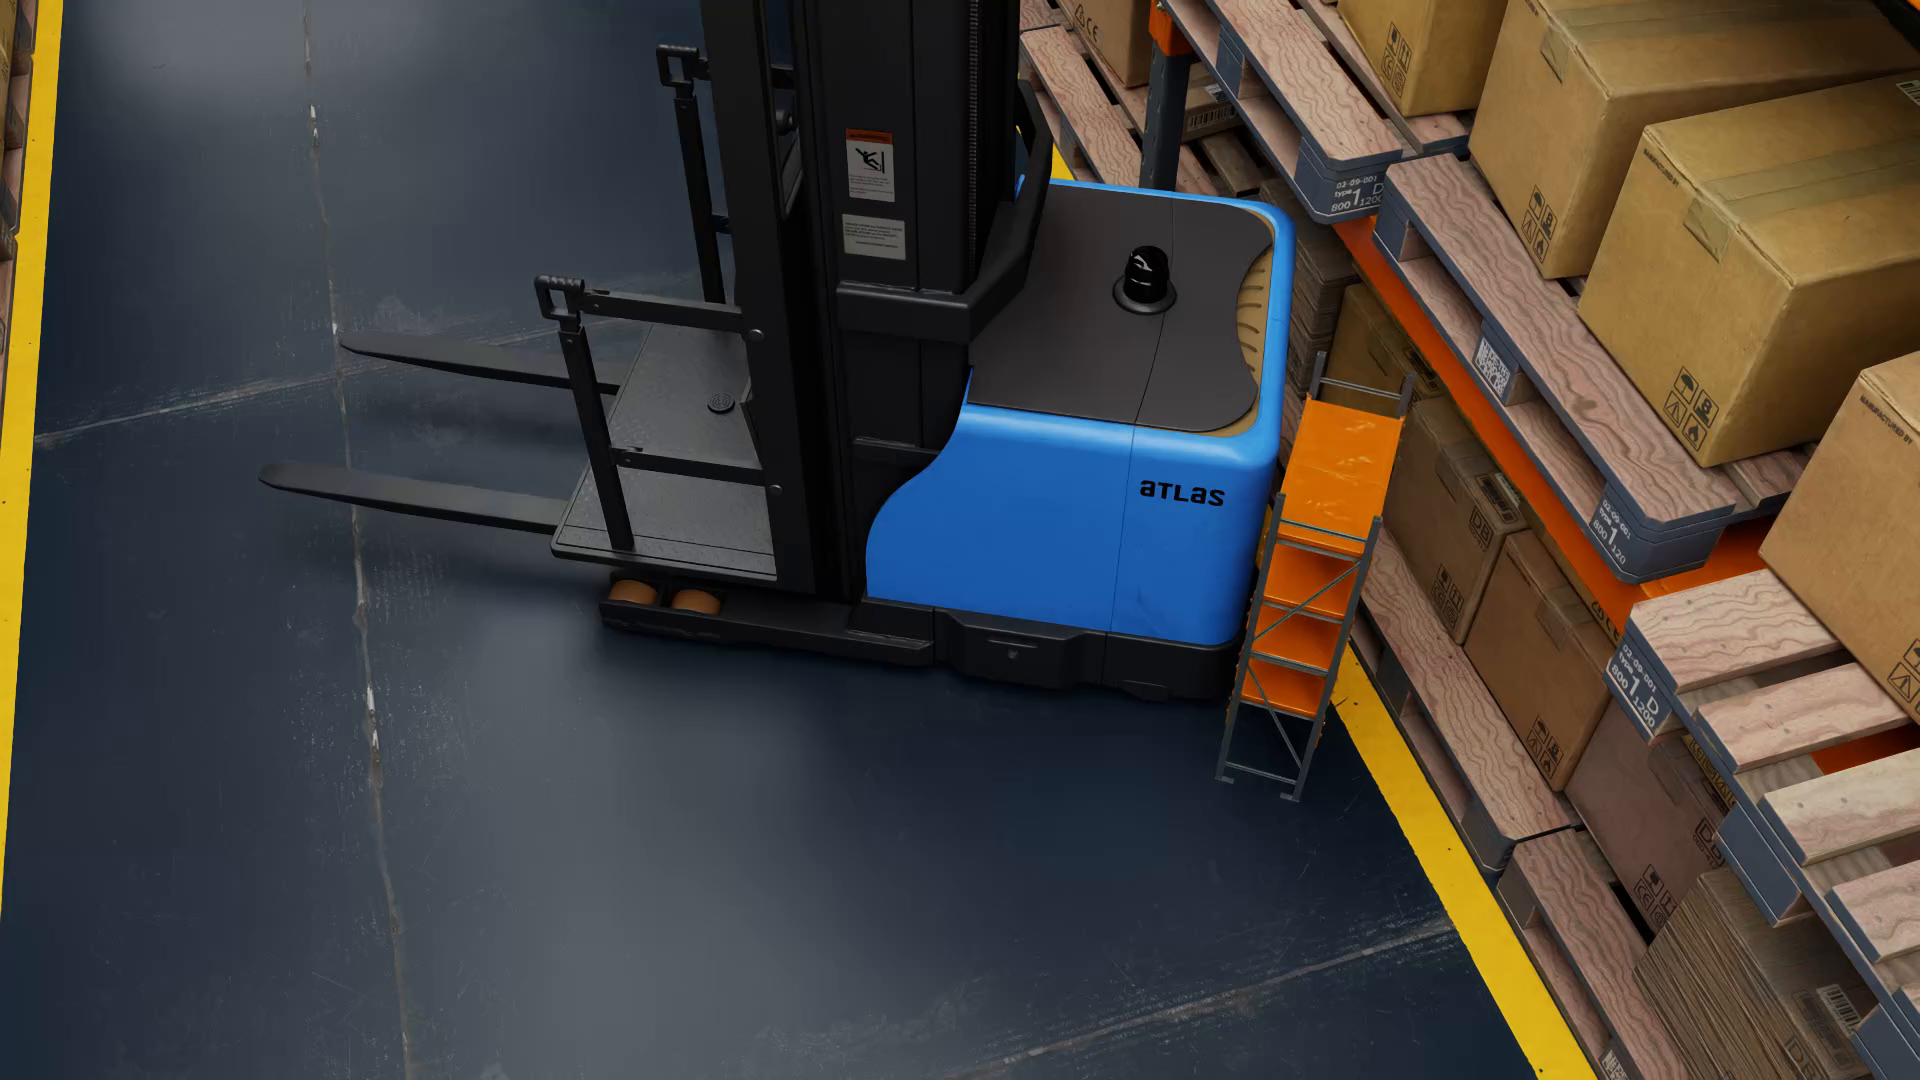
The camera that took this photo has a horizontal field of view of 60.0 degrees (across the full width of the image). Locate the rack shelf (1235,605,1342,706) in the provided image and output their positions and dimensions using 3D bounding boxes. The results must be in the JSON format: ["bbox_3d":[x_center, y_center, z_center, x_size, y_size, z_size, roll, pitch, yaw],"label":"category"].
[{"bbox_3d":[0.910,0.178,4.403,0.258,0.148,0.480,15,51,12],"label":"rack shelf"}]

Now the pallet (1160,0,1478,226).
[{"bbox_3d":[1.210,-1.412,4.604,1.003,0.211,1.213,-13,51,-11],"label":"pallet"}]

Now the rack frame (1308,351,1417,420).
[{"bbox_3d":[0.989,-0.042,4.500,0.240,1.200,0.015,15,51,12],"label":"rack frame"}]

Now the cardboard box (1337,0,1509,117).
[{"bbox_3d":[1.399,-1.450,4.157,0.700,0.500,0.500,-9,50,-7],"label":"cardboard box"}]

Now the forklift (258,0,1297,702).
[{"bbox_3d":[-0.615,-1.031,4.202,3.031,2.935,1.130,8,50,7],"label":"forklift"}]

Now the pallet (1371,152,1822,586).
[{"bbox_3d":[1.681,-0.518,3.850,1.003,0.211,1.213,-13,51,-11],"label":"pallet"}]

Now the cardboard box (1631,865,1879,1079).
[{"bbox_3d":[2.043,1.006,3.787,0.700,0.500,0.500,-13,51,-10],"label":"cardboard box"}]

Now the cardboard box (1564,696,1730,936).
[{"bbox_3d":[2.001,0.604,4.126,0.700,0.500,0.500,-13,51,-11],"label":"cardboard box"}]

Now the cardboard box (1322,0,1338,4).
[{"bbox_3d":[1.240,-1.860,4.503,0.700,0.500,0.500,-13,51,-11],"label":"cardboard box"}]

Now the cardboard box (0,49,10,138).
[{"bbox_3d":[-3.895,-1.695,6.241,0.500,0.250,0.500,-13,51,-11],"label":"cardboard box"}]

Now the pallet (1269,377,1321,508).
[{"bbox_3d":[1.354,-0.598,5.616,1.003,0.211,1.213,-13,51,-11],"label":"pallet"}]

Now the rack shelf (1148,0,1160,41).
[{"bbox_3d":[0.531,-3.294,6.535,1.077,0.370,4.000,-13,51,-11],"label":"rack shelf"}]

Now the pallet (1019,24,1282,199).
[{"bbox_3d":[0.890,-1.649,6.502,1.003,0.211,1.213,-13,51,-11],"label":"pallet"}]

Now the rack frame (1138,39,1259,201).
[{"bbox_3d":[1.123,-2.065,5.029,1.000,3.000,0.127,-13,51,-11],"label":"rack frame"}]

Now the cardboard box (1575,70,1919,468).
[{"bbox_3d":[1.767,-0.564,3.410,0.700,0.500,0.500,-13,51,-11],"label":"cardboard box"}]

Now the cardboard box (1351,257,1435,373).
[{"bbox_3d":[1.490,-0.788,4.809,0.500,0.250,0.500,-14,51,-12],"label":"cardboard box"}]

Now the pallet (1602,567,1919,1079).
[{"bbox_3d":[1.993,0.422,3.058,1.213,0.211,1.003,-13,51,-11],"label":"pallet"}]

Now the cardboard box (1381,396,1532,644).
[{"bbox_3d":[1.669,-0.119,4.736,0.700,0.500,0.500,-13,51,-11],"label":"cardboard box"}]

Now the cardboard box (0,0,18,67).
[{"bbox_3d":[-4.042,-2.061,6.549,0.500,0.250,0.500,-13,51,-11],"label":"cardboard box"}]

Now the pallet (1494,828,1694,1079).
[{"bbox_3d":[2.076,1.184,4.114,1.003,0.211,1.213,-13,51,-11],"label":"pallet"}]

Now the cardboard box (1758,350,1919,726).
[{"bbox_3d":[1.966,-0.061,2.986,0.700,0.500,0.500,-18,52,-14],"label":"cardboard box"}]

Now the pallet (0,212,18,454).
[{"bbox_3d":[-3.804,-0.634,5.646,1.003,0.211,1.213,-13,51,-11],"label":"pallet"}]

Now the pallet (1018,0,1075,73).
[{"bbox_3d":[0.526,-2.541,7.254,1.003,0.211,1.213,-13,51,-11],"label":"pallet"}]

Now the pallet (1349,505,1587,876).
[{"bbox_3d":[1.719,0.295,4.863,1.003,0.211,1.213,-13,51,-11],"label":"pallet"}]

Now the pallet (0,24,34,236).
[{"bbox_3d":[-4.168,-1.526,6.399,1.003,0.211,1.213,-13,51,-11],"label":"pallet"}]

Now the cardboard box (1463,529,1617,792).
[{"bbox_3d":[1.827,0.247,4.427,0.700,0.500,0.500,-14,51,-11],"label":"cardboard box"}]

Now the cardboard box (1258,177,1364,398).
[{"bbox_3d":[1.356,-0.867,5.366,0.700,0.500,0.500,-12,51,-10],"label":"cardboard box"}]

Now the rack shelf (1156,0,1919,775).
[{"bbox_3d":[1.714,-0.372,4.073,1.077,0.370,4.000,-13,51,-11],"label":"rack shelf"}]

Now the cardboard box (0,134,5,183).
[{"bbox_3d":[-3.742,-1.331,5.934,0.500,0.250,0.500,-13,51,-11],"label":"cardboard box"}]

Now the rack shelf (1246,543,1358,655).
[{"bbox_3d":[0.910,0.034,4.232,0.258,0.148,0.480,15,51,12],"label":"rack shelf"}]

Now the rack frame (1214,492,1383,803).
[{"bbox_3d":[0.832,0.311,4.203,0.240,1.200,0.015,15,51,12],"label":"rack frame"}]

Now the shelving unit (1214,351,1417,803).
[{"bbox_3d":[0.910,0.135,4.352,0.258,1.200,0.503,15,51,12],"label":"shelving unit"}]

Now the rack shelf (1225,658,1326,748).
[{"bbox_3d":[0.910,0.306,4.555,0.258,0.148,0.480,15,51,12],"label":"rack shelf"}]

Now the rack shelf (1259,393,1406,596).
[{"bbox_3d":[0.910,-0.118,4.051,0.258,0.148,0.480,15,51,12],"label":"rack shelf"}]

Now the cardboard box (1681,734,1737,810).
[{"bbox_3d":[1.934,0.334,3.863,0.500,0.250,0.500,-12,51,-10],"label":"cardboard box"}]

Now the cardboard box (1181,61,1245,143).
[{"bbox_3d":[0.936,-1.678,6.268,0.380,0.166,0.250,-19,53,-16],"label":"cardboard box"}]

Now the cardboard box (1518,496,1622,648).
[{"bbox_3d":[1.777,-0.040,4.179,0.500,0.250,0.500,-14,51,-11],"label":"cardboard box"}]

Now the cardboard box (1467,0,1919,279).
[{"bbox_3d":[1.623,-0.976,3.758,0.700,0.500,0.500,-7,50,-6],"label":"cardboard box"}]

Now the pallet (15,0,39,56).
[{"bbox_3d":[-4.525,-2.416,7.148,1.003,0.211,1.213,-13,51,-11],"label":"pallet"}]

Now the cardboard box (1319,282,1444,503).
[{"bbox_3d":[1.557,-0.501,5.058,0.700,0.500,0.500,-14,51,-12],"label":"cardboard box"}]

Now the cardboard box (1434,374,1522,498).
[{"bbox_3d":[1.647,-0.409,4.490,0.500,0.250,0.500,-15,51,-12],"label":"cardboard box"}]

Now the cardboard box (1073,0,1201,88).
[{"bbox_3d":[0.777,-2.150,6.448,0.500,0.500,0.500,-17,52,-14],"label":"cardboard box"}]
